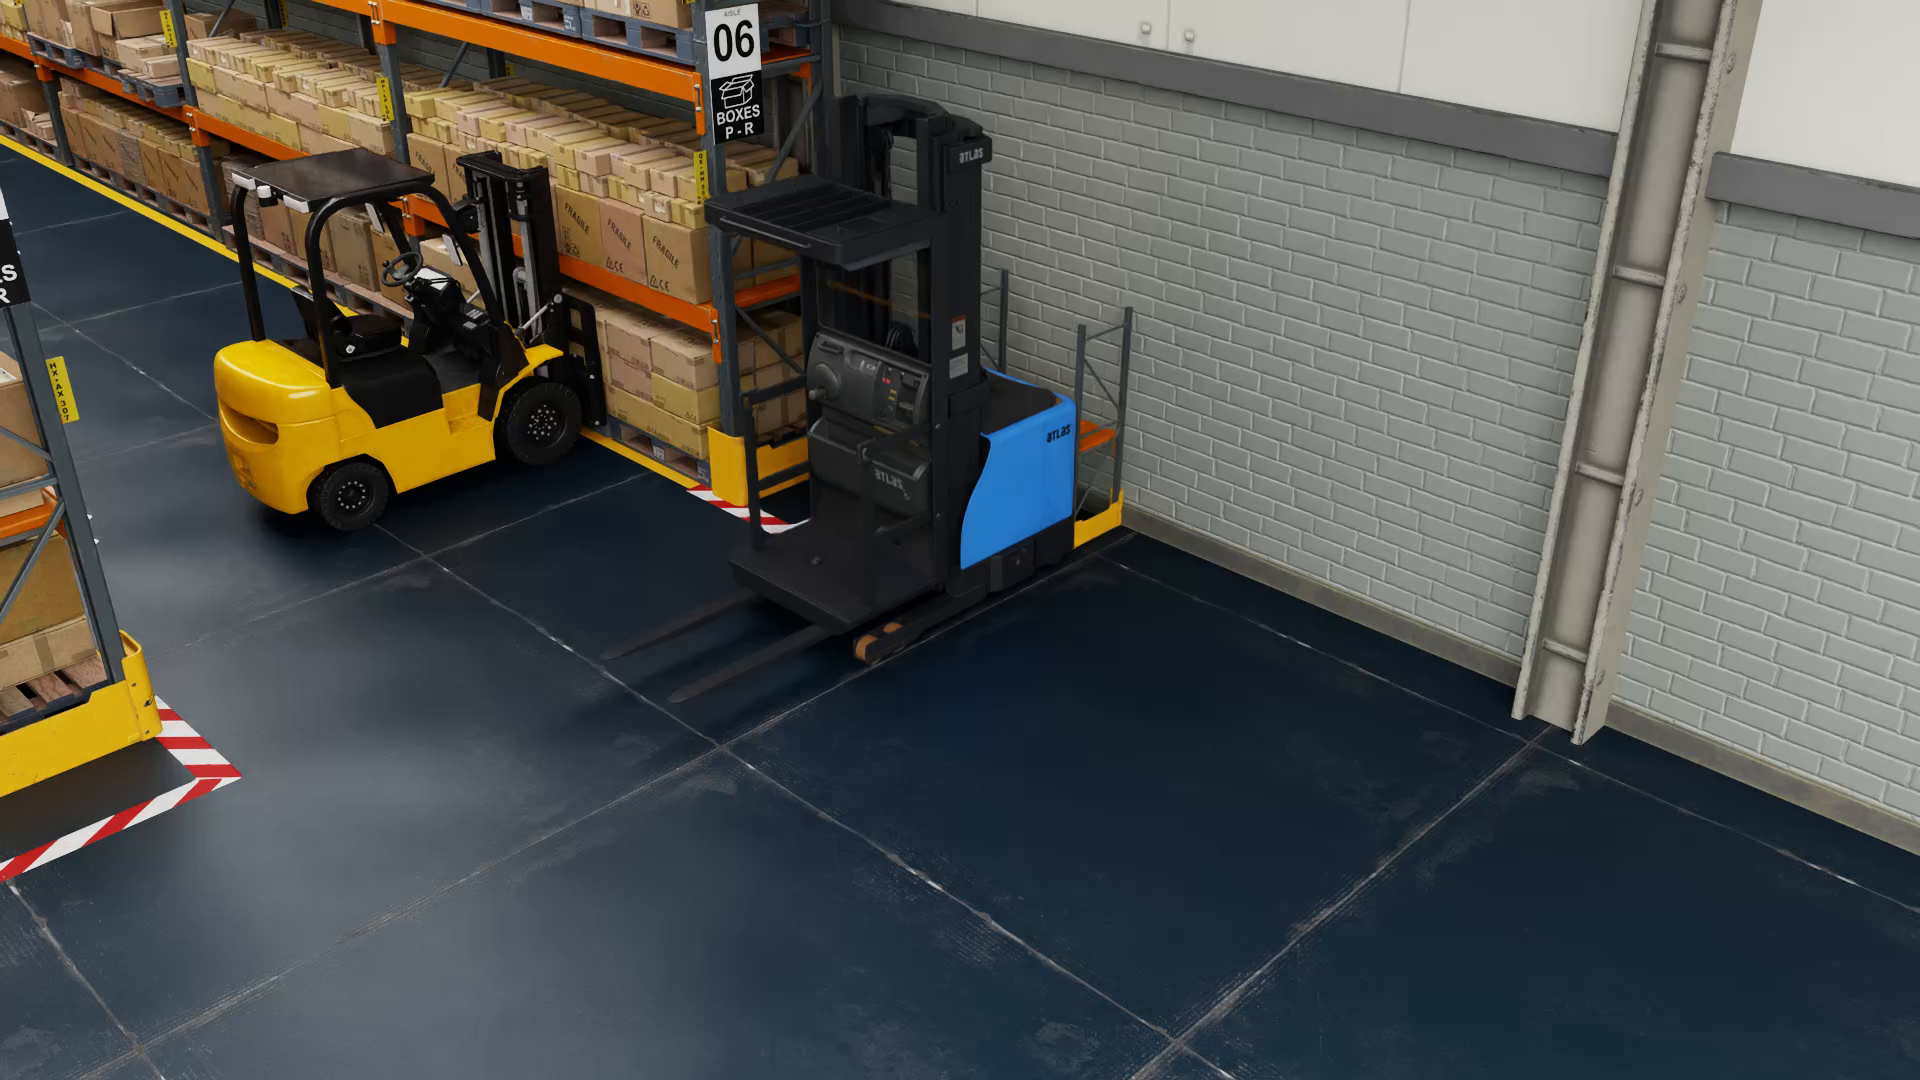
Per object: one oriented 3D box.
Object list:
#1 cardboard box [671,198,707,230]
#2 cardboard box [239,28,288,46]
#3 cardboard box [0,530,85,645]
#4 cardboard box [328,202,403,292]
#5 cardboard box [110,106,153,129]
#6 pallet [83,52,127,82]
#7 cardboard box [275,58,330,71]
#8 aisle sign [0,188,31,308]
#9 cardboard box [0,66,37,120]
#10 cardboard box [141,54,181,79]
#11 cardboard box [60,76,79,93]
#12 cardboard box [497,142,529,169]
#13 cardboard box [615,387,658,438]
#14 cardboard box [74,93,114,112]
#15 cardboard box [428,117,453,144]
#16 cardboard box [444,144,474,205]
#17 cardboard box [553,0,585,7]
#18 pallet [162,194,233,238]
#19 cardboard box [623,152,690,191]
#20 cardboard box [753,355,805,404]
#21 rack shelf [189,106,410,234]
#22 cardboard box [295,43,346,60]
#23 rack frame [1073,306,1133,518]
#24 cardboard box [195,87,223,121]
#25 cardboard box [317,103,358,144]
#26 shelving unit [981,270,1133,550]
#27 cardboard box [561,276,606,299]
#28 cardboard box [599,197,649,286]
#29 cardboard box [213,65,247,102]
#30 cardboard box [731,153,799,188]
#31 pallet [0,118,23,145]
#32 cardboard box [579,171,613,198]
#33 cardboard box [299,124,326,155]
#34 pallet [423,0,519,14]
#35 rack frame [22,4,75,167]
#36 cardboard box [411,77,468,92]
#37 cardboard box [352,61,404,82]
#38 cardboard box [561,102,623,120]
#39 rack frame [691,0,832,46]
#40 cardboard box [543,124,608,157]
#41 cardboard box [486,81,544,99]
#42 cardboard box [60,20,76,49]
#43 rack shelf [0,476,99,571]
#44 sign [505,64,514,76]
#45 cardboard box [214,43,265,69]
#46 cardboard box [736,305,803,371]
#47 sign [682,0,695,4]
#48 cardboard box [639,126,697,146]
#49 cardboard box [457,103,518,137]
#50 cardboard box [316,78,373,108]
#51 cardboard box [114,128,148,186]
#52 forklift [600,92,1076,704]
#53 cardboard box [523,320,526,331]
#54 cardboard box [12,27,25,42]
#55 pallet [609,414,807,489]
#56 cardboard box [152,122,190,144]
[{"bbox_3d":[-1.648,-2.150,10.805,0.380,0.149,0.250,-25,36,-38],"label":"cardboard box"},{"bbox_3d":[-6.535,-4.702,15.657,0.380,0.149,0.250,-24,36,-38],"label":"cardboard box"},{"bbox_3d":[-5.080,0.186,8.863,0.500,0.500,0.500,23,36,37],"label":"cardboard box"},{"bbox_3d":[-4.984,-2.661,14.681,0.625,0.625,0.875,24,36,38],"label":"cardboard box"},{"bbox_3d":[-8.717,-4.470,17.560,0.380,0.149,0.250,-24,36,-37],"label":"cardboard box"},{"bbox_3d":[-8.299,-4.957,17.154,1.213,0.211,1.003,25,36,38],"label":"pallet"},{"bbox_3d":[-5.707,-4.068,14.453,0.250,0.149,0.380,25,36,38],"label":"cardboard box"},{"bbox_3d":[-4.420,-1.384,7.358,0.004,0.787,0.394,25,36,38],"label":"aisle sign"},{"bbox_3d":[-11.354,-5.370,19.968,0.500,0.500,0.500,-24,36,-38],"label":"cardboard box"},{"bbox_3d":[-7.646,-4.571,16.032,0.380,0.149,0.250,-24,36,-38],"label":"cardboard box"},{"bbox_3d":[-9.649,-5.027,18.299,0.250,0.149,0.380,24,36,38],"label":"cardboard box"},{"bbox_3d":[-3.121,-2.817,12.073,0.250,0.149,0.380,23,36,37],"label":"cardboard box"},{"bbox_3d":[-2.109,-0.982,11.890,0.500,0.250,0.500,25,36,38],"label":"cardboard box"},{"bbox_3d":[-9.440,-4.811,18.207,0.250,0.149,0.380,23,36,37],"label":"cardboard box"},{"bbox_3d":[-3.828,-3.160,12.726,0.380,0.149,0.250,-24,36,-38],"label":"cardboard box"},{"bbox_3d":[-3.540,-2.752,12.647,0.500,0.500,0.500,-25,36,-38],"label":"cardboard box"},{"bbox_3d":[-2.351,-3.832,10.919,0.500,0.500,0.700,25,37,39],"label":"cardboard box"},{"bbox_3d":[-7.415,-3.431,17.042,1.213,0.211,1.003,25,36,38],"label":"pallet"},{"bbox_3d":[-2.011,-2.455,11.066,0.380,0.149,0.250,-24,36,-38],"label":"cardboard box"},{"bbox_3d":[-1.394,-1.211,11.790,0.500,0.250,0.500,-25,36,-38],"label":"cardboard box"},{"bbox_3d":[-5.483,-3.438,14.832,4.000,0.370,1.077,25,36,38],"label":"rack shelf"},{"bbox_3d":[-5.772,-4.380,15.047,0.250,0.149,0.380,24,36,38],"label":"cardboard box"},{"bbox_3d":[0.870,-0.690,10.423,0.032,1.500,0.500,24,34,37],"label":"rack frame"},{"bbox_3d":[-6.764,-4.117,15.511,0.500,0.250,0.500,25,37,39],"label":"cardboard box"},{"bbox_3d":[-4.958,-3.500,13.800,0.500,0.250,0.500,23,36,37],"label":"cardboard box"},{"bbox_3d":[0.491,-0.855,10.734,1.083,1.500,0.587,24,34,37],"label":"shelving unit"},{"bbox_3d":[-2.842,-1.751,12.279,0.500,0.250,0.500,24,36,37],"label":"cardboard box"},{"bbox_3d":[-2.103,-2.089,11.386,0.500,0.500,0.500,-24,36,-38],"label":"cardboard box"},{"bbox_3d":[-6.407,-4.174,15.083,0.500,0.250,0.500,-24,36,-38],"label":"cardboard box"},{"bbox_3d":[-1.294,-2.442,11.041,0.250,0.149,0.380,24,36,37],"label":"cardboard box"},{"bbox_3d":[-11.124,-5.102,20.221,1.213,0.211,1.003,25,36,38],"label":"pallet"},{"bbox_3d":[-2.385,-2.485,11.442,0.250,0.149,0.380,23,36,37],"label":"cardboard box"},{"bbox_3d":[-5.294,-3.450,14.242,0.500,0.250,0.500,25,37,39],"label":"cardboard box"},{"bbox_3d":[-3.430,-4.123,12.233,1.213,0.211,1.003,25,36,38],"label":"pallet"},{"bbox_3d":[-9.761,-5.714,18.388,0.127,3.000,1.000,25,36,38],"label":"rack frame"},{"bbox_3d":[-4.311,-3.726,13.802,0.250,0.149,0.380,23,36,37],"label":"cardboard box"},{"bbox_3d":[-5.029,-4.055,14.427,0.250,0.149,0.380,24,36,38],"label":"cardboard box"},{"bbox_3d":[-2.726,-3.135,12.358,0.250,0.149,0.380,24,36,38],"label":"cardboard box"},{"bbox_3d":[-1.204,-4.454,9.545,0.127,3.000,1.000,25,36,38],"label":"rack frame"},{"bbox_3d":[-2.705,-2.807,11.735,0.380,0.149,0.250,-25,36,-38],"label":"cardboard box"},{"bbox_3d":[-3.467,-3.467,12.991,0.250,0.149,0.380,23,36,37],"label":"cardboard box"},{"bbox_3d":[-9.039,-5.260,17.217,0.396,0.266,0.258,-23,36,-37],"label":"cardboard box"},{"bbox_3d":[-6.108,-0.484,9.215,4.000,0.370,1.077,25,36,38],"label":"rack shelf"},{"bbox_3d":[-3.668,-3.707,13.555,0.005,0.325,0.100,25,36,38],"label":"sign"},{"bbox_3d":[-6.495,-4.377,15.040,0.380,0.149,0.250,-24,36,-38],"label":"cardboard box"},{"bbox_3d":[-1.414,-1.430,11.669,0.500,0.250,0.500,24,36,38],"label":"cardboard box"},{"bbox_3d":[-1.594,-3.308,9.722,0.005,0.325,0.100,25,36,38],"label":"sign"},{"bbox_3d":[-2.026,-2.784,11.690,0.380,0.149,0.250,-24,36,-38],"label":"cardboard box"},{"bbox_3d":[-3.488,-3.111,12.312,0.380,0.149,0.250,-24,36,-38],"label":"cardboard box"},{"bbox_3d":[-5.071,-3.690,13.734,0.250,0.149,0.380,23,36,37],"label":"cardboard box"},{"bbox_3d":[-8.469,-4.055,17.467,0.500,0.500,0.500,23,35,37],"label":"cardboard box"},{"bbox_3d":[-0.669,-0.863,9.235,1.130,2.935,3.031,24,36,38],"label":"forklift"},{"bbox_3d":[-3.217,-1.702,12.724,0.500,0.250,0.500,24,36,38],"label":"cardboard box"},{"bbox_3d":[-10.366,-5.701,18.633,0.380,0.149,0.250,-24,36,-38],"label":"cardboard box"},{"bbox_3d":[-1.779,-0.800,12.038,1.213,0.211,1.003,25,36,38],"label":"pallet"},{"bbox_3d":[-7.968,-4.133,16.919,0.380,0.149,0.250,-24,36,-38],"label":"cardboard box"}]
